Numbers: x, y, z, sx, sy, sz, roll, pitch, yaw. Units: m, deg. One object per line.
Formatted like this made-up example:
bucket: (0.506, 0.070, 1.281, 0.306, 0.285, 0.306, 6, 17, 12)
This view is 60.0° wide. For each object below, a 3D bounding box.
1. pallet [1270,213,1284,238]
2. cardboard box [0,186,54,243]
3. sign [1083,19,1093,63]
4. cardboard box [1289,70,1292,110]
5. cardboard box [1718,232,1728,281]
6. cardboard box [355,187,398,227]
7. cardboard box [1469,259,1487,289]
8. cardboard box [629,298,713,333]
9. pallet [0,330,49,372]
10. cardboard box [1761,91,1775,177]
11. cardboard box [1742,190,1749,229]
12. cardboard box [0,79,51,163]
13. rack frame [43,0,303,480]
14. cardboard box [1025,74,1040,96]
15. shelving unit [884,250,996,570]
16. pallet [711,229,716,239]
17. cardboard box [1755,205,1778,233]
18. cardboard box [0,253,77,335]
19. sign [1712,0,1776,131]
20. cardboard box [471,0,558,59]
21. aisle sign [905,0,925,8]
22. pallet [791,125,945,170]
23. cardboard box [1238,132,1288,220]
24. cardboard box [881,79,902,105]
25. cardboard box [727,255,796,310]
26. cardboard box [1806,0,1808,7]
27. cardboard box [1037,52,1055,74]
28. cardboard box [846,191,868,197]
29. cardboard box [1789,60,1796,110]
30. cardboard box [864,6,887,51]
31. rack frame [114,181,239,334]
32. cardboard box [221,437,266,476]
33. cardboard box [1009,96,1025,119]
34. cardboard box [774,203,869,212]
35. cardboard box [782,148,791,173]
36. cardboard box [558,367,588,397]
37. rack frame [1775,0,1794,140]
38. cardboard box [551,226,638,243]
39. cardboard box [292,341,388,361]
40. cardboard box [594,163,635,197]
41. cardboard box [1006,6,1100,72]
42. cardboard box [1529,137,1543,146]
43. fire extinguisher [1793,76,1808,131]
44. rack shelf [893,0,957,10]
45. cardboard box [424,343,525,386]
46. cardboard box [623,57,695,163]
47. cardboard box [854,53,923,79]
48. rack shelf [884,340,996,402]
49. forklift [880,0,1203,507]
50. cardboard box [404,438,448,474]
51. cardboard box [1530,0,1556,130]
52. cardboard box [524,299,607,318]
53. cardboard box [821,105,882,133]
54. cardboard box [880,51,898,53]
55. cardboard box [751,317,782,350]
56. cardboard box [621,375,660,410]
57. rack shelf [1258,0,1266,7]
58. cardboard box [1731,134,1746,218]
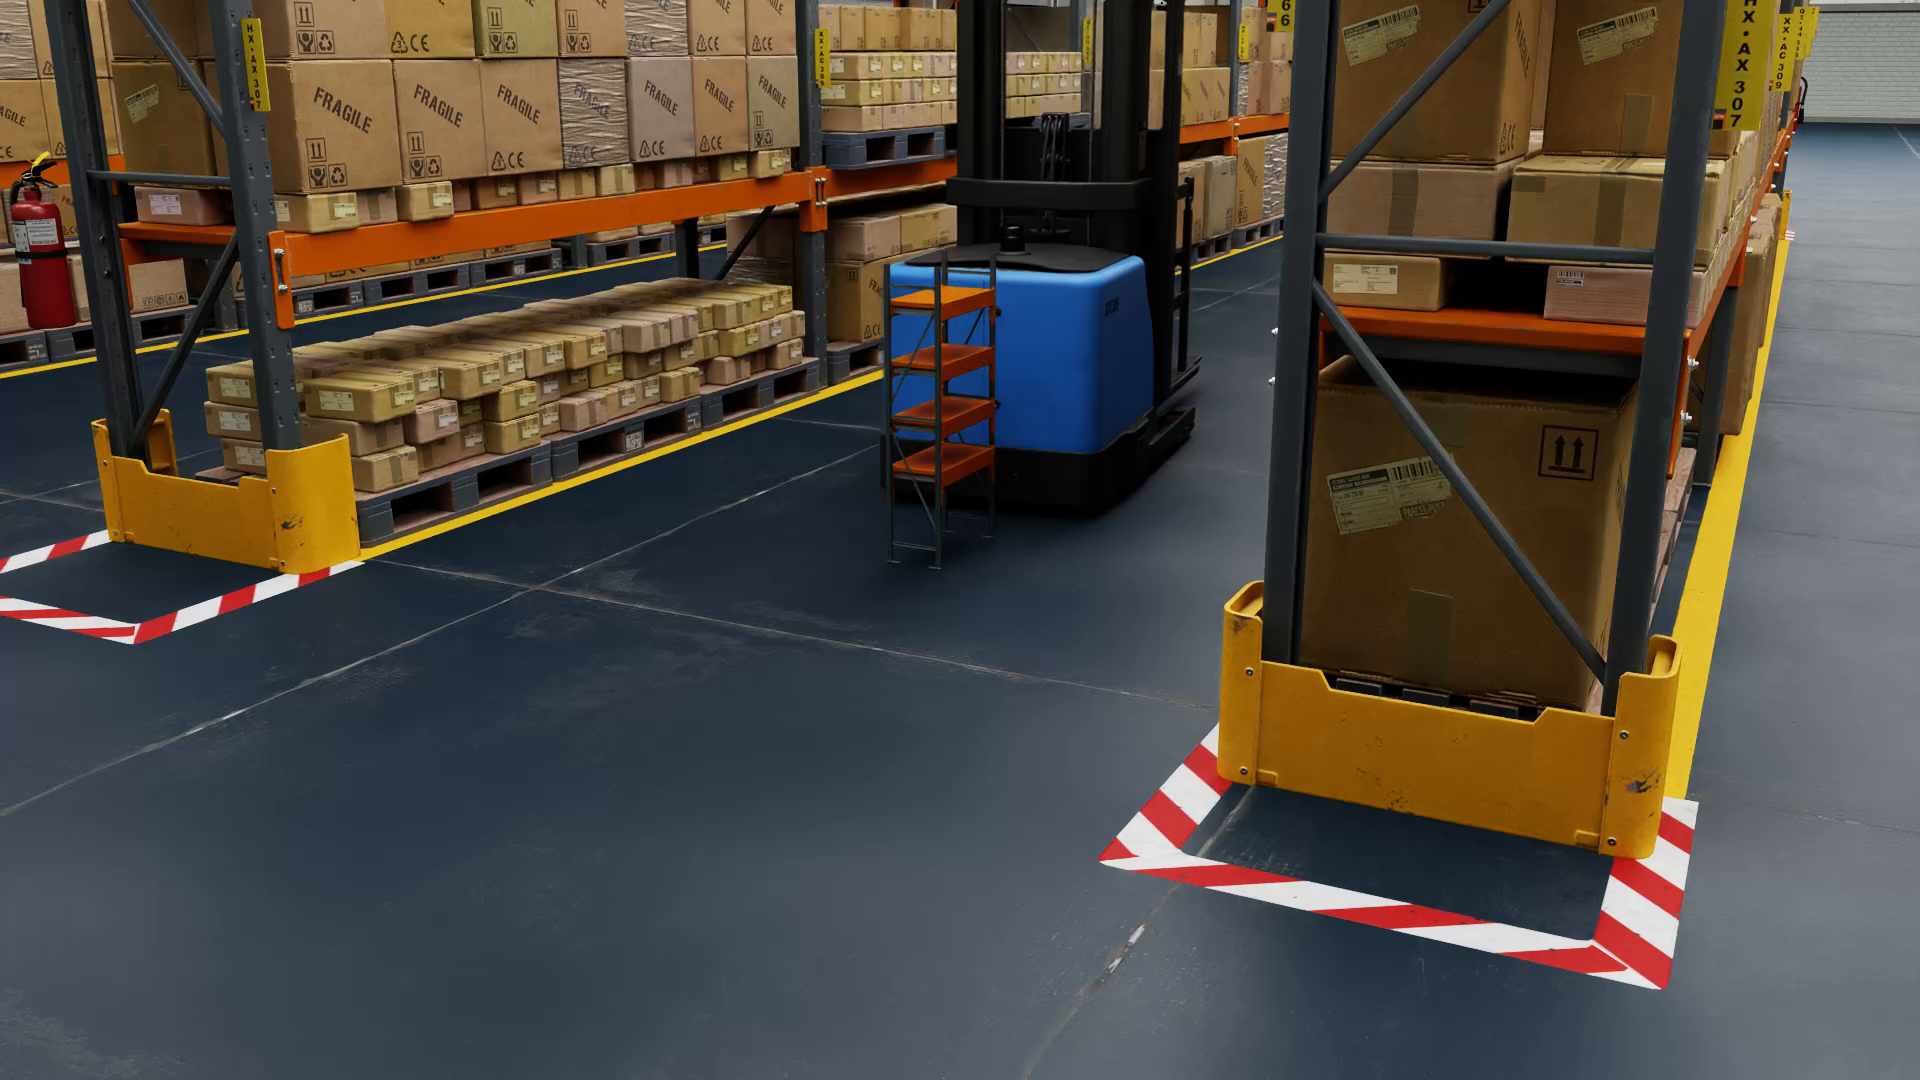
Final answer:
pallet: (3.249, -3.608, 18.801, 1.003, 0.211, 1.213, 8, 18, 25)
cardboard box: (-9.085, -3.138, 15.975, 0.500, 0.500, 0.500, 7, 18, 23)
sign: (0.997, -3.881, 12.927, 0.100, 0.325, 0.005, 8, 18, 25)
cardboard box: (3.368, -5.170, 18.899, 0.875, 0.550, 0.550, 8, 18, 25)
cardboard box: (2.236, -0.926, 5.314, 0.380, 0.149, 0.250, 8, 18, 24)
cardboard box: (-2.552, -1.383, 6.854, 0.380, 0.149, 0.250, 9, 19, 27)
cardboard box: (1.418, -0.878, 5.155, 0.380, 0.149, 0.250, 8, 18, 26)
cardboard box: (-1.575, -1.217, 9.078, 0.380, 0.149, 0.250, 9, 19, 27)
pallet: (-6.707, -1.183, 10.637, 1.003, 0.211, 1.213, 8, 18, 25)
cardboard box: (4.216, -2.276, 9.243, 0.500, 0.500, 0.500, 8, 19, 26)
cardboard box: (2.925, -1.318, 6.636, 0.380, 0.149, 0.250, 8, 19, 26)
cardboard box: (-6.168, -2.651, 10.506, 0.500, 0.500, 0.500, 8, 18, 25)
rack frame: (-3.067, -1.393, 6.444, 1.000, 3.000, 0.127, 8, 18, 25)
cardboard box: (0.349, -3.271, 11.949, 0.380, 0.149, 0.250, 8, 18, 25)
shelving unit: (-0.074, -0.533, 6.712, 0.258, 1.200, 0.503, 8, 18, 25)
pallet: (-2.525, -3.518, 18.498, 1.003, 0.211, 1.213, 8, 18, 25)
cardboard box: (4.168, -1.557, 9.993, 1.225, 0.875, 0.875, 8, 18, 26)
cardboard box: (-6.529, -1.614, 10.953, 0.875, 0.438, 0.875, 8, 18, 24)
sign: (1.819, -1.117, 3.856, 0.100, 0.325, 0.005, 8, 18, 25)
cardboard box: (-2.157, -2.402, 7.389, 0.500, 0.500, 0.500, 8, 18, 24)
aisle sign: (-0.641, -7.373, 22.015, 0.394, 0.787, 0.004, 8, 18, 25)
pallet: (-0.808, -2.496, 10.495, 1.003, 0.211, 1.213, 8, 18, 25)
cardboard box: (3.038, -4.013, 18.262, 0.875, 0.875, 0.875, 8, 18, 26)
cardboard box: (-0.578, -2.743, 10.172, 0.380, 0.149, 0.250, 8, 18, 24)
cardboard box: (-1.174, -1.635, 10.914, 0.500, 0.500, 0.500, 8, 18, 24)
cardboard box: (8.006, -5.054, 16.319, 0.500, 0.500, 0.500, 8, 18, 25)
cardboard box: (0.468, -3.483, 12.141, 0.380, 0.149, 0.250, 9, 19, 27)
cardboard box: (-1.445, -4.190, 19.954, 0.500, 0.250, 0.500, 9, 19, 28)
cardboard box: (6.944, -4.090, 14.827, 0.875, 0.500, 0.500, 8, 18, 25)
cardboard box: (-1.291, -6.059, 19.702, 0.700, 0.500, 0.500, 8, 18, 24)
rack frame: (-5.753, -3.015, 11.909, 1.000, 3.000, 0.127, 8, 18, 25)
cardboard box: (-3.018, -0.388, 7.331, 0.380, 0.149, 0.250, 8, 19, 26)
cardboard box: (0.238, -3.067, 11.785, 0.380, 0.149, 0.250, 7, 18, 23)
cardboard box: (-0.931, -2.125, 11.246, 0.500, 0.250, 0.500, 9, 19, 28)
cardboard box: (-1.198, -2.188, 9.565, 0.380, 0.149, 0.250, 8, 18, 25)
cardboard box: (-2.071, -0.812, 8.238, 0.380, 0.149, 0.250, 9, 19, 28)
rack frame: (4.900, -2.773, 11.094, 1.000, 3.000, 0.127, 8, 18, 25)
cardboard box: (-3.704, -3.119, 16.133, 0.950, 0.372, 0.625, 7, 18, 22)
cardboard box: (-2.891, -0.818, 7.736, 0.380, 0.149, 0.250, 8, 18, 24)
cardboard box: (-1.832, -1.781, 8.194, 0.380, 0.149, 0.250, 9, 19, 26)
cardboard box: (0.717, -4.071, 13.529, 0.700, 0.500, 0.500, 8, 18, 25)
cardboard box: (1.759, -1.222, 5.613, 0.500, 0.250, 0.500, 7, 18, 24)
fire extinguisher: (8.938, -4.745, 17.866, 0.296, 0.674, 0.183, 8, 18, 25)
rack shelf: (-1.285, -6.656, 20.160, 1.077, 0.370, 4.000, 8, 18, 25)
cardboard box: (-2.249, -0.810, 7.707, 0.380, 0.149, 0.250, 7, 18, 23)
cardboard box: (-1.700, -2.184, 8.412, 0.500, 0.500, 0.500, 8, 18, 25)
cardboard box: (-0.456, -2.956, 10.367, 0.380, 0.149, 0.250, 8, 18, 26)
rack shelf: (-0.074, -0.683, 6.667, 0.258, 0.148, 0.480, 8, 18, 25)
forklift: (0.615, -1.928, 8.367, 1.130, 2.935, 3.031, 6, 18, 19)
cardboard box: (-2.503, -0.397, 7.362, 0.380, 0.149, 0.250, 8, 18, 25)
cardboard box: (2.214, -1.838, 6.367, 0.500, 0.500, 0.500, 7, 18, 24)
cardboard box: (-2.147, -1.213, 9.064, 0.380, 0.149, 0.250, 9, 19, 27)
cardboard box: (-0.692, -2.534, 9.992, 0.380, 0.149, 0.250, 7, 18, 23)
cardboard box: (-1.085, -5.709, 20.278, 0.500, 0.500, 0.500, 8, 18, 26)
cardboard box: (-1.246, -1.198, 9.535, 0.380, 0.149, 0.250, 7, 18, 23)
cardboard box: (-1.789, -0.781, 8.656, 0.380, 0.149, 0.250, 8, 19, 26)
rack shelf: (3.189, -6.052, 18.126, 1.077, 0.370, 4.000, 8, 18, 25)
cardboard box: (2.464, -1.289, 5.836, 0.500, 0.250, 0.500, 8, 18, 24)
